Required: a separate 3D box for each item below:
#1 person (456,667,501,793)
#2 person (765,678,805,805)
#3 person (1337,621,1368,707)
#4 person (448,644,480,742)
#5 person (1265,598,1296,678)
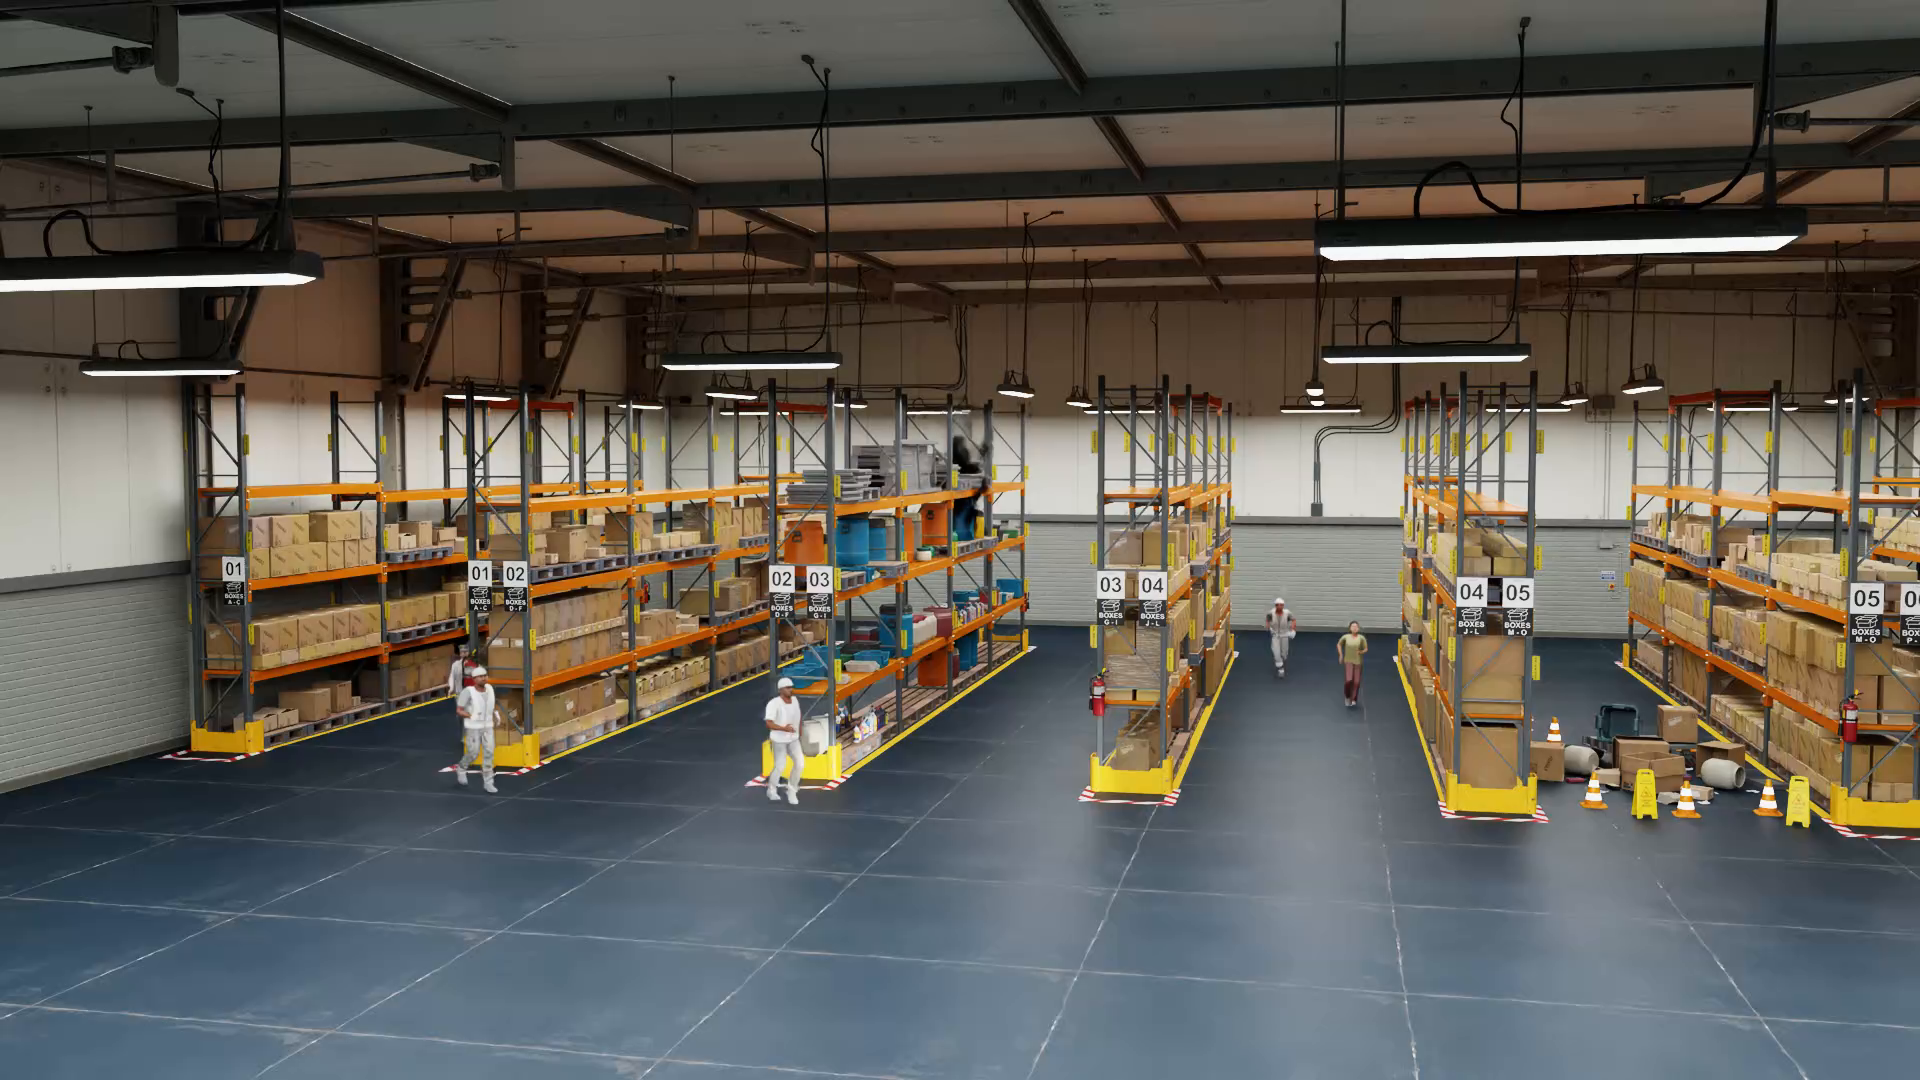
[{"bbox_3d":[-6.982,2.731,24.119,0.863,1.794,0.708,3,4,43],"label":"person"},{"bbox_3d":[-2.402,2.816,23.150,0.724,1.815,0.718,-3,4,-42],"label":"person"},{"bbox_3d":[7.471,2.355,31.583,0.550,1.640,0.634,0,3,7],"label":"person"},{"bbox_3d":[-8.367,2.573,28.245,0.603,1.648,0.593,0,3,-1],"label":"person"},{"bbox_3d":[6.922,2.099,35.937,0.644,1.717,0.762,1,3,19],"label":"person"}]
